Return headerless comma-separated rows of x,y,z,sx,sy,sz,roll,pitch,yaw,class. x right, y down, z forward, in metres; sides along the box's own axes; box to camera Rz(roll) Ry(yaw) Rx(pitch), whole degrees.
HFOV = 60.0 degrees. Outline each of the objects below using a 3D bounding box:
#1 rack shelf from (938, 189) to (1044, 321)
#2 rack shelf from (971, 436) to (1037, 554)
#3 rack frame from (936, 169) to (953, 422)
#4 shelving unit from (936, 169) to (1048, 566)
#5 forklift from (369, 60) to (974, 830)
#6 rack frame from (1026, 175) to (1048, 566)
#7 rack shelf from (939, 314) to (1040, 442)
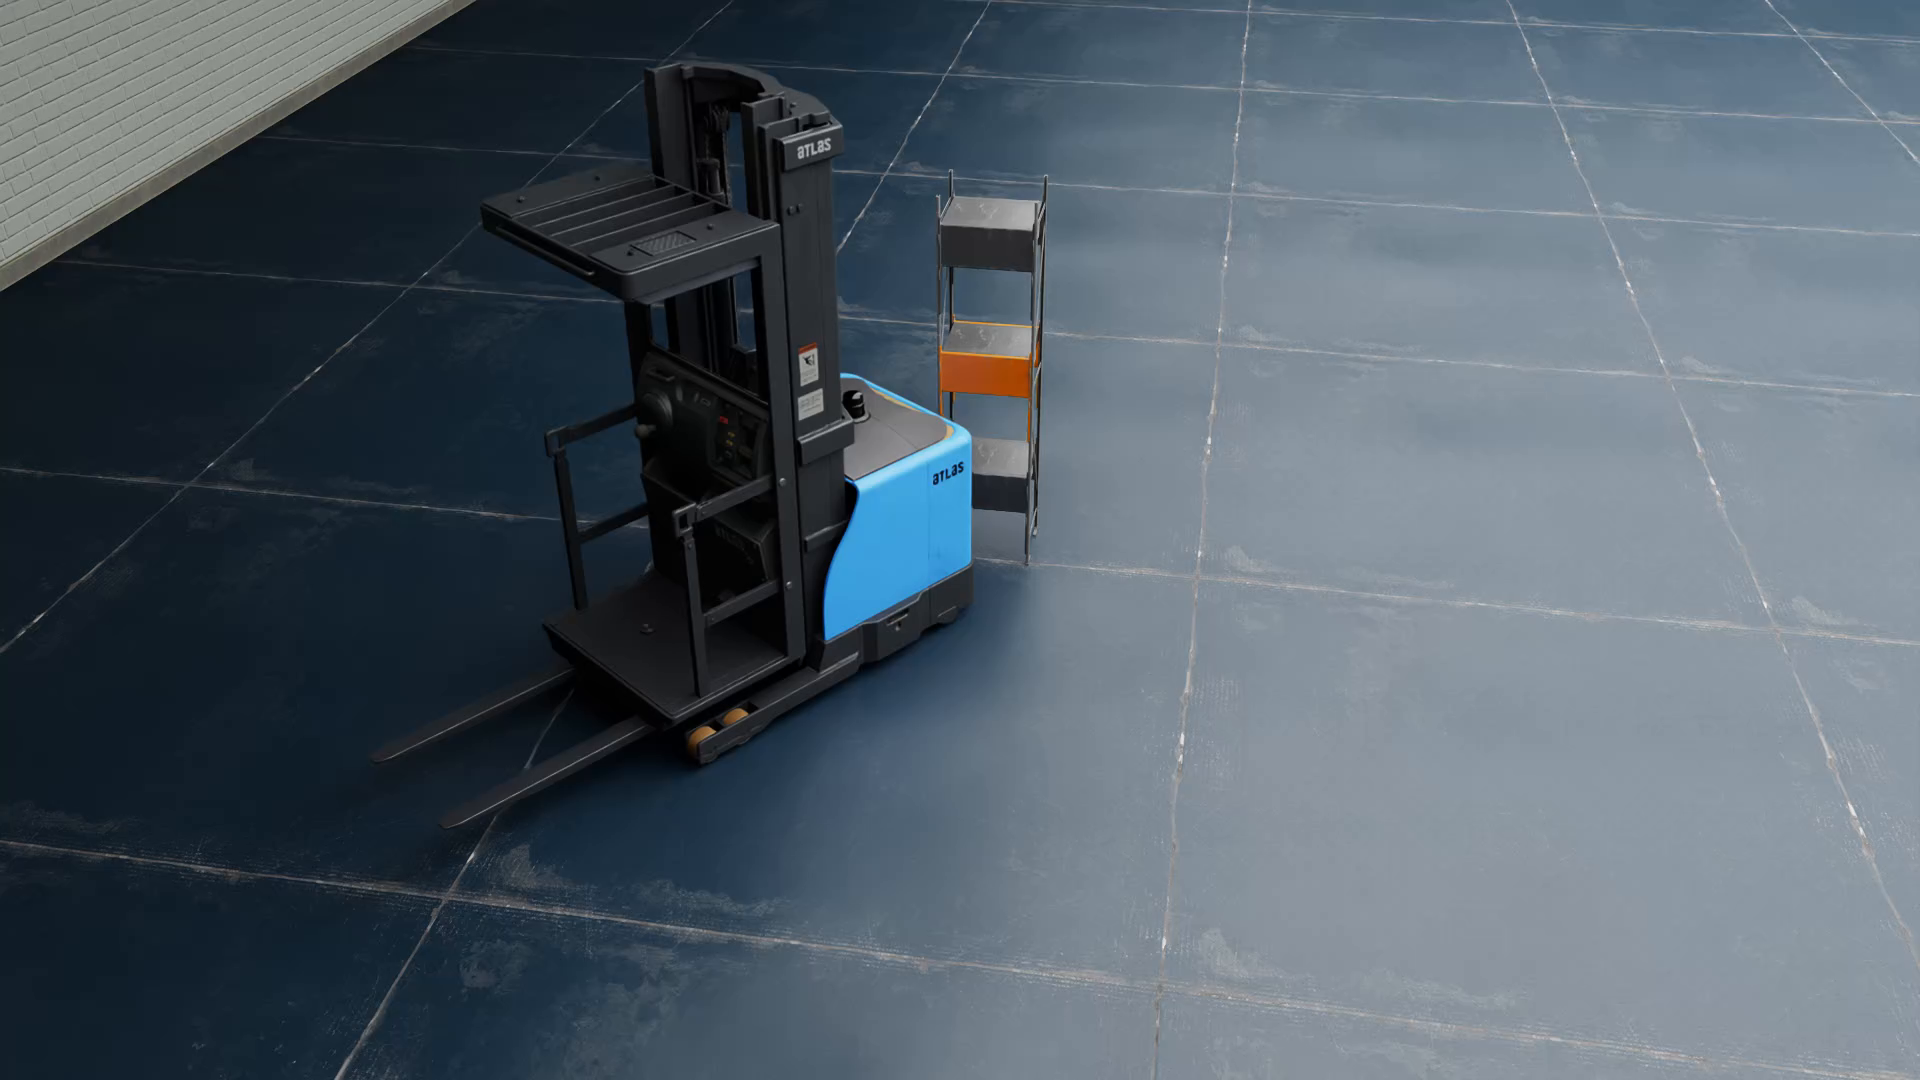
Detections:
0.163,-1.457,8.479,0.480,0.518,0.431,5,32,8,rack shelf
0.163,-0.270,9.222,0.480,0.518,0.431,5,32,8,rack shelf
-0.077,-0.897,8.878,0.015,2.100,0.400,5,32,8,rack frame
0.163,-0.875,8.843,0.503,2.100,0.431,5,32,8,shelving unit
-1.333,-0.513,7.482,3.031,2.935,1.130,-27,41,-36,forklift
0.404,-0.853,8.808,0.015,2.100,0.400,5,32,8,rack frame
0.163,-0.864,8.850,0.480,0.518,0.431,5,32,8,rack shelf
